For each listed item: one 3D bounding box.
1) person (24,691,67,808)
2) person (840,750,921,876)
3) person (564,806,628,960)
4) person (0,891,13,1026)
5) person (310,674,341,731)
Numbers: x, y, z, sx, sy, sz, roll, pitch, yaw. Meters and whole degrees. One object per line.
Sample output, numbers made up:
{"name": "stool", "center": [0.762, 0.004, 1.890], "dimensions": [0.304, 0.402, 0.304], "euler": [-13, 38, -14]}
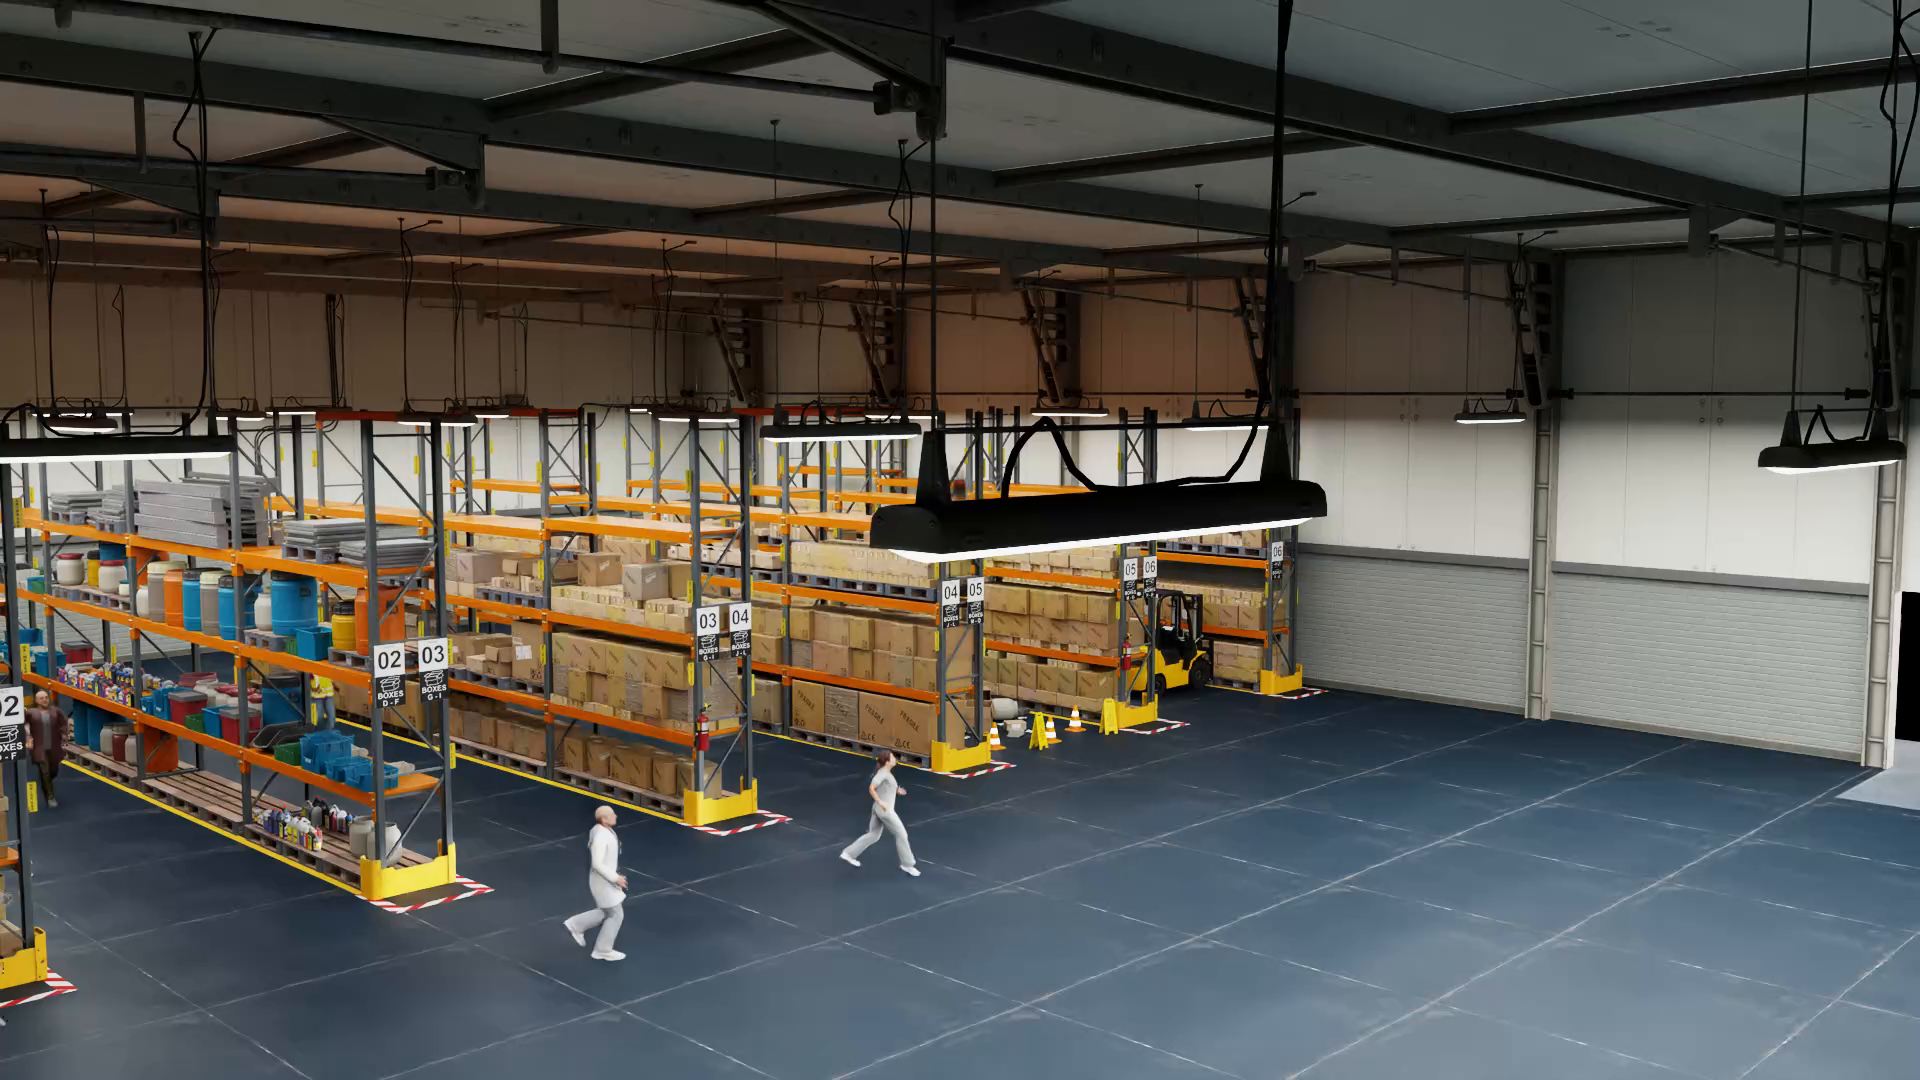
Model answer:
{"name": "person", "center": [-14.123, 3.201, 25.621], "dimensions": [0.711, 1.765, 0.880], "euler": [-5, 7, -45]}
{"name": "person", "center": [-1.044, 3.585, 21.766], "dimensions": [1.071, 1.704, 0.533], "euler": [-1, 5, -15]}
{"name": "person", "center": [-4.067, 3.830, 18.560], "dimensions": [0.708, 1.762, 0.724], "euler": [-1, 5, -13]}
{"name": "person", "center": [-9.911, 3.976, 16.620], "dimensions": [0.790, 1.848, 0.658], "euler": [-2, 5, -23]}
{"name": "person", "center": [-11.488, 2.824, 29.891], "dimensions": [0.791, 1.733, 0.714], "euler": [4, 6, 39]}
